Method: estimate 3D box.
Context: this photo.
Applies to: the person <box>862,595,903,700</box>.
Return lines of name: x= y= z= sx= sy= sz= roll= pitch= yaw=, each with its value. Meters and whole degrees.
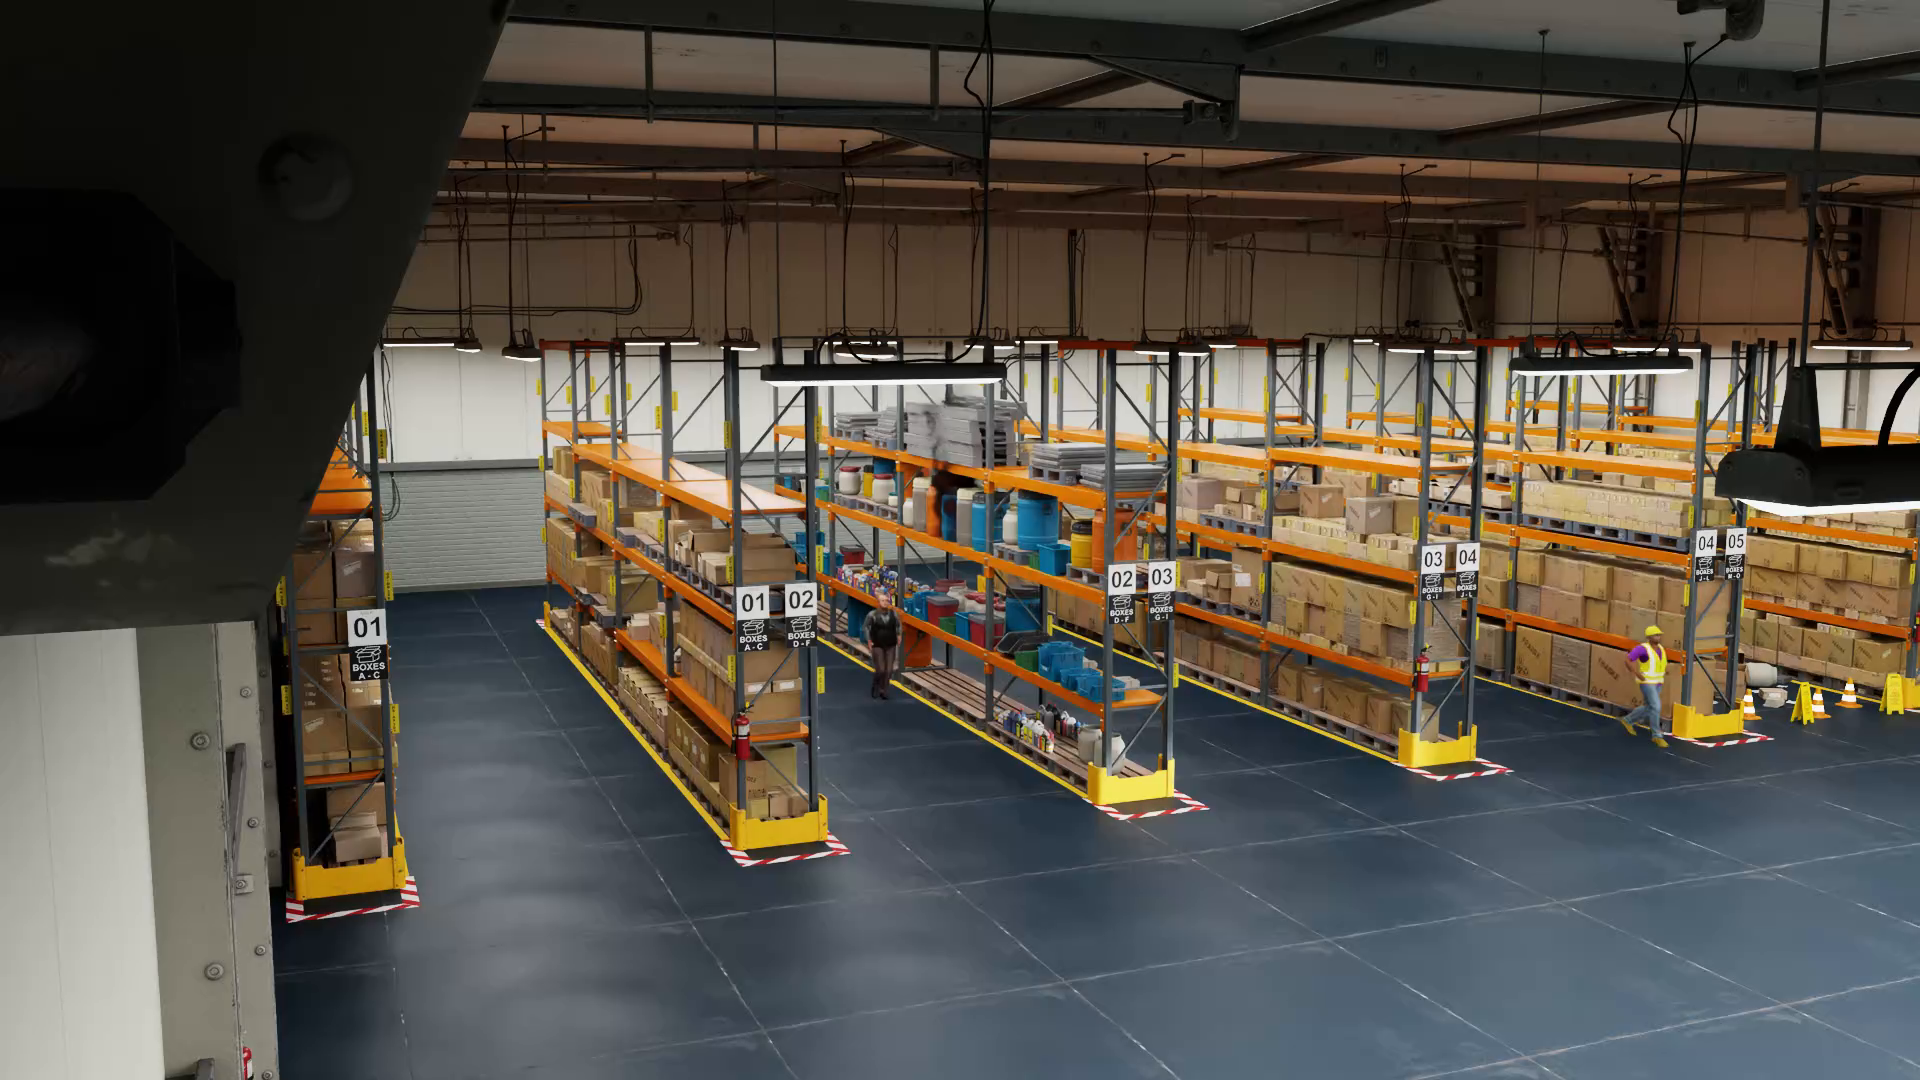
person: x=-1.215 y=1.730 z=26.782 sx=0.676 sy=1.709 sz=0.538 roll=-3 pitch=8 yaw=-22

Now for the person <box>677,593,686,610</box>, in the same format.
person: x=-5.655 y=1.079 z=34.064 sx=0.578 sy=1.664 sz=0.571 roll=-4 pitch=9 yaw=-30

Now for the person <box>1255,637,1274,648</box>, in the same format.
person: x=5.842 y=1.411 z=31.603 sx=0.592 sy=1.678 sz=0.661 roll=-3 pitch=8 yaw=-23

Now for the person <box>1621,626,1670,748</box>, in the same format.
person: x=10.470 y=2.192 z=25.211 sx=0.747 sy=1.801 sz=0.865 roll=-4 pitch=9 yaw=-31
